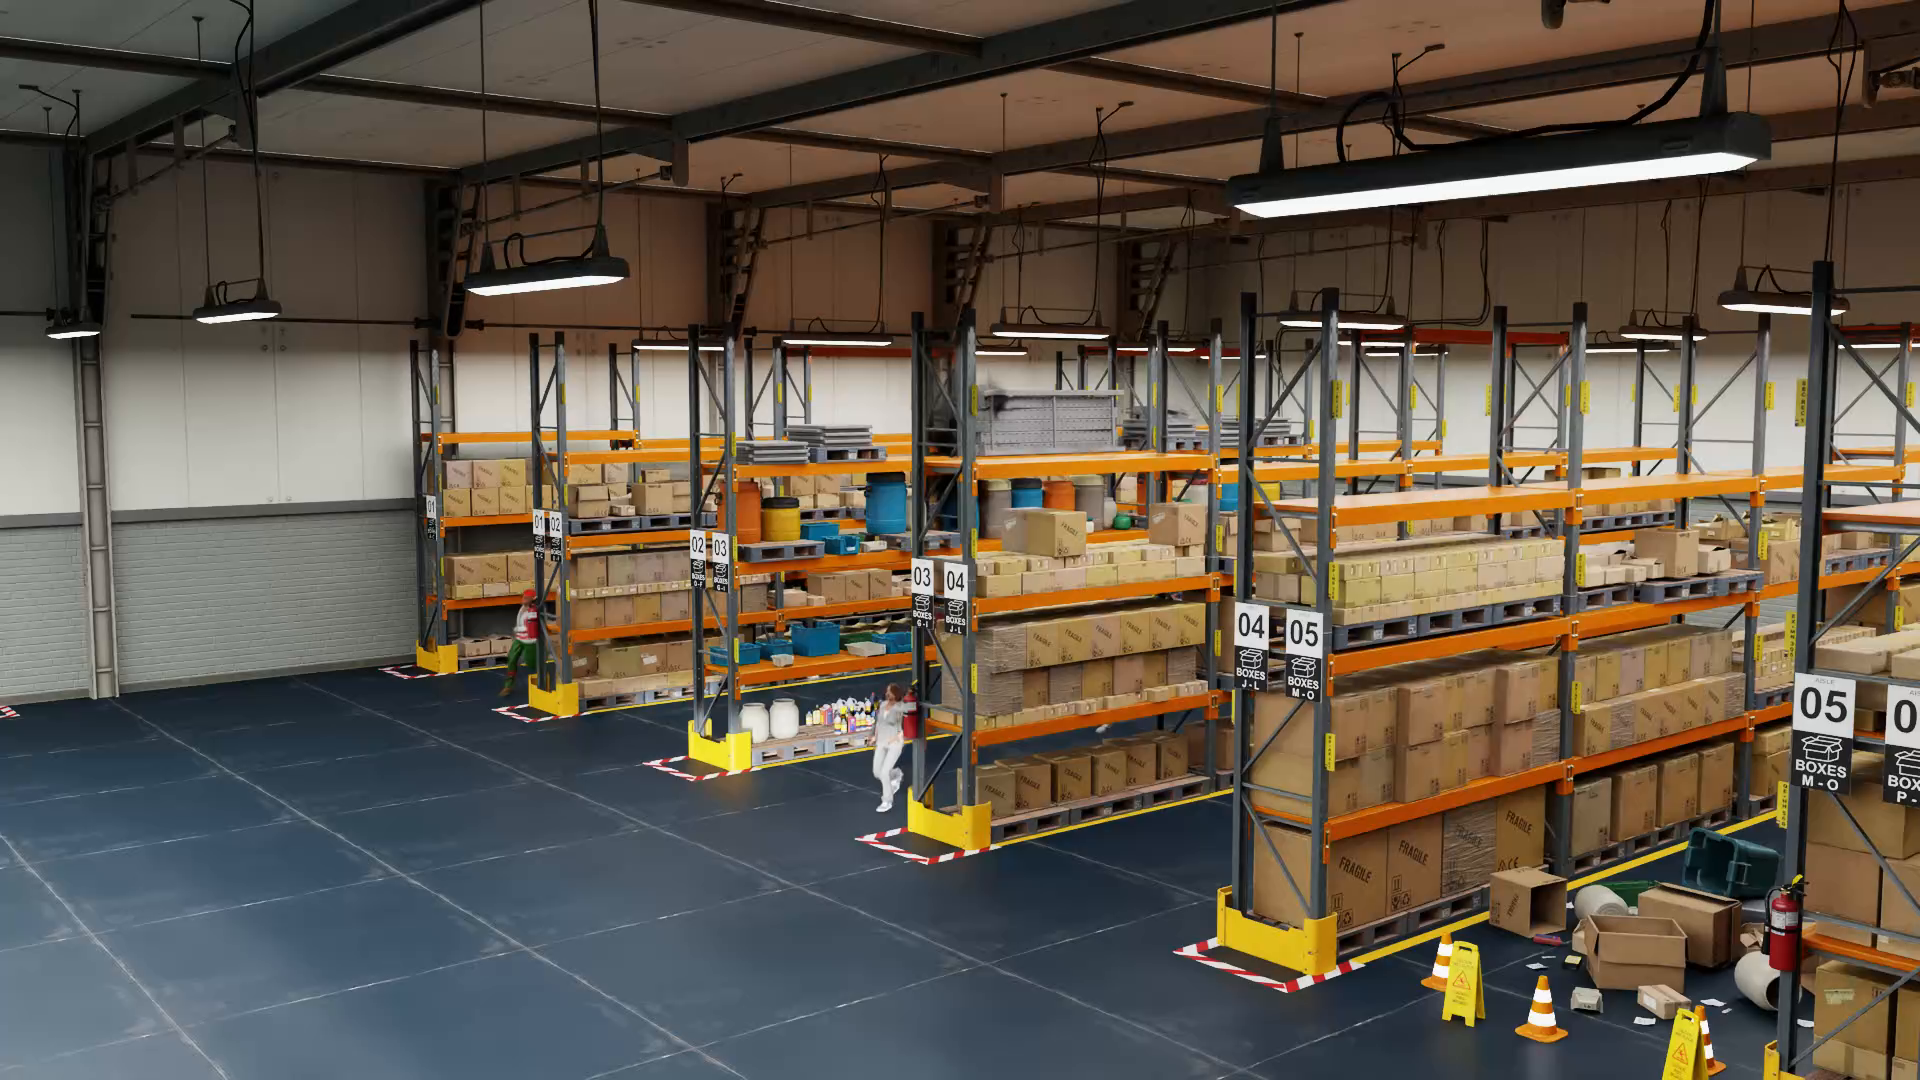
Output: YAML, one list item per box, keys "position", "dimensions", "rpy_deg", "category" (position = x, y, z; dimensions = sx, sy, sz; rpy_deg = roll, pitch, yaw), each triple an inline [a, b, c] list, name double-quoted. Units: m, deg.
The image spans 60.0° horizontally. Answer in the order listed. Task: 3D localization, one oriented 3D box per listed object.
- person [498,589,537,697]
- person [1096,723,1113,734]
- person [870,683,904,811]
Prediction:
- position: [-7.240, 1.708, 27.898]
  dimensions: [0.710, 1.803, 0.934]
  rpy_deg: [4, 7, 37]
  category: "person"
- position: [2.111, 1.837, 23.482]
  dimensions: [0.689, 1.747, 0.602]
  rpy_deg: [5, 7, 42]
  category: "person"
- position: [-0.829, 2.506, 20.265]
  dimensions: [0.534, 1.541, 0.584]
  rpy_deg: [4, 6, 34]
  category: "person"
